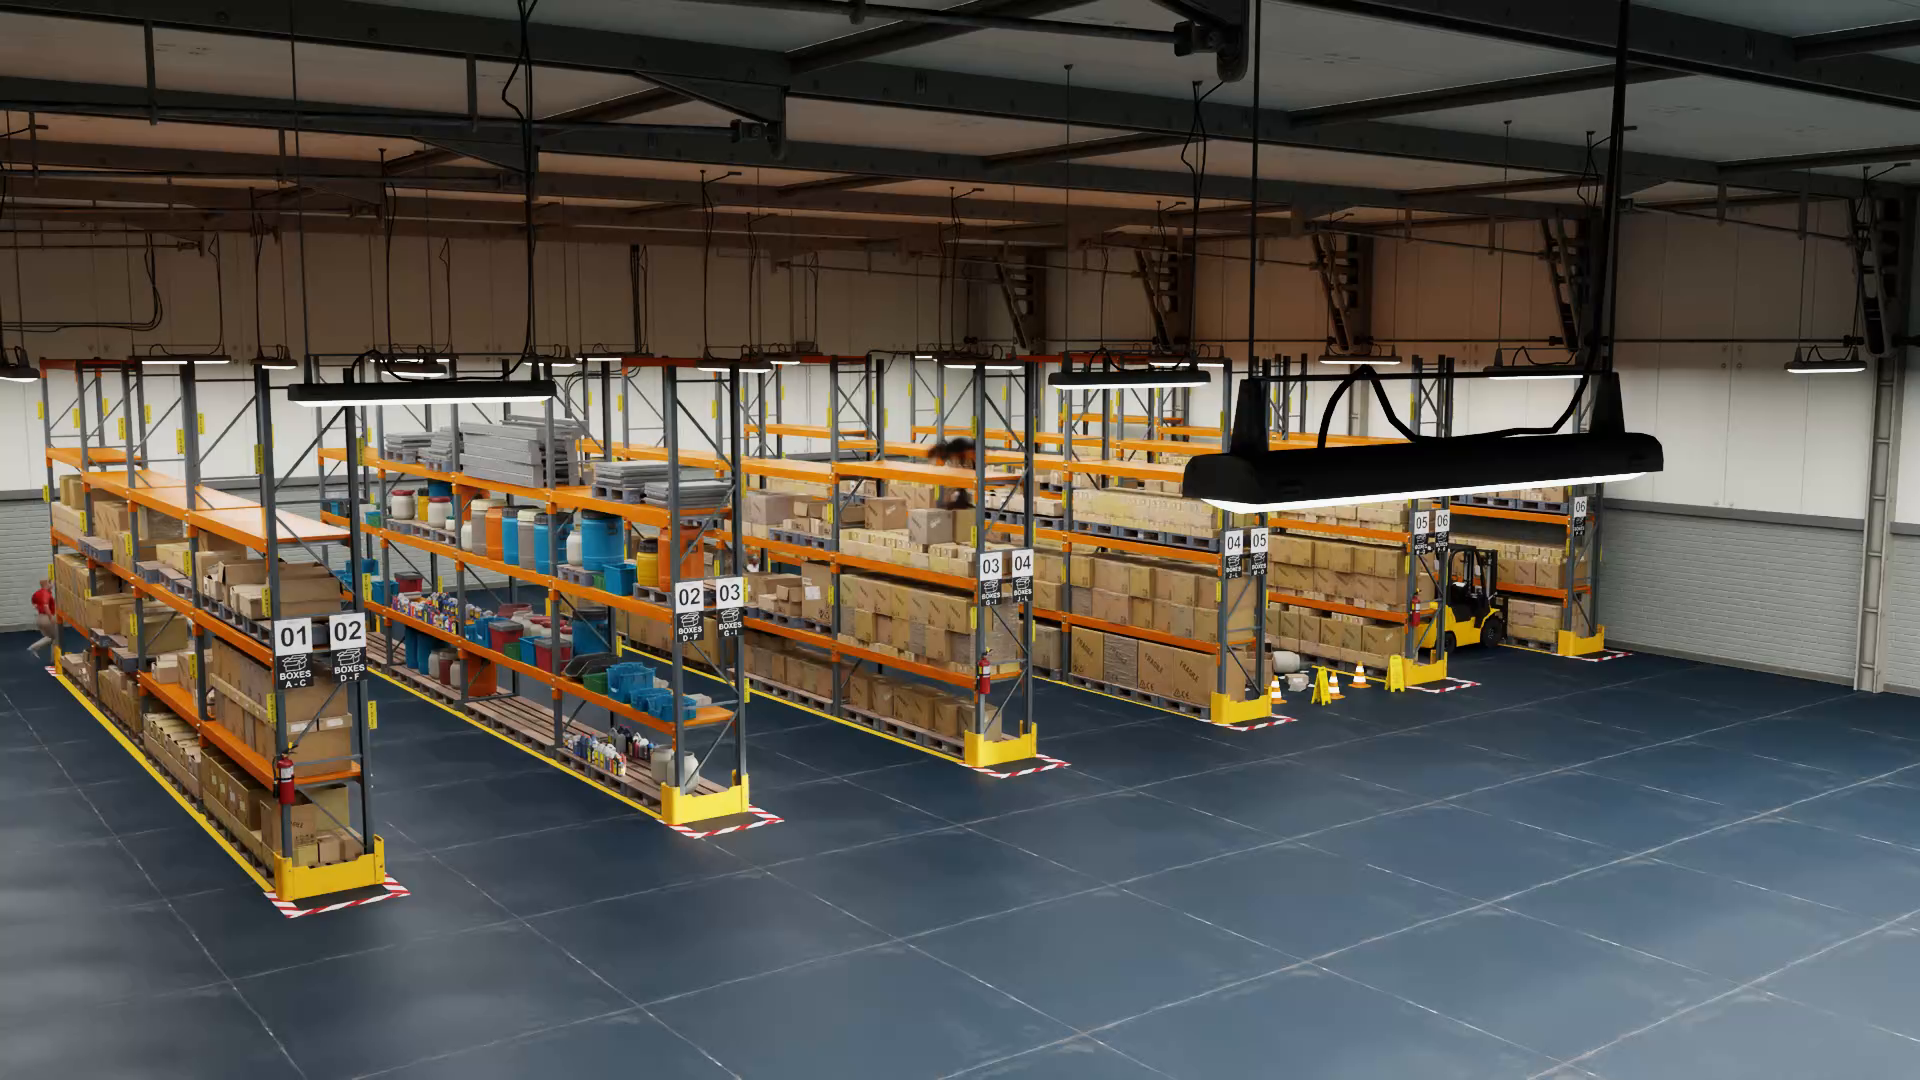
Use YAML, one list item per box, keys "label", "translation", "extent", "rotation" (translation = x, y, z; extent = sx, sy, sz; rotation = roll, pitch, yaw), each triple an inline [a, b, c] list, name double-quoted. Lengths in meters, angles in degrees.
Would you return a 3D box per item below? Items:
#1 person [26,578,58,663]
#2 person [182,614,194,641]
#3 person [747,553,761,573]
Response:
- label: "person"
  translation: [-17.907, 1.603, 32.546]
  extent: [0.696, 1.717, 0.721]
  rotation: [4, 8, 32]
- label: "person"
  translation: [-15.319, 1.531, 32.707]
  extent: [0.736, 1.814, 0.661]
  rotation: [4, 8, 27]
- label: "person"
  translation: [-4.652, 1.077, 37.078]
  extent: [0.507, 1.635, 0.913]
  rotation: [-6, 9, -41]
